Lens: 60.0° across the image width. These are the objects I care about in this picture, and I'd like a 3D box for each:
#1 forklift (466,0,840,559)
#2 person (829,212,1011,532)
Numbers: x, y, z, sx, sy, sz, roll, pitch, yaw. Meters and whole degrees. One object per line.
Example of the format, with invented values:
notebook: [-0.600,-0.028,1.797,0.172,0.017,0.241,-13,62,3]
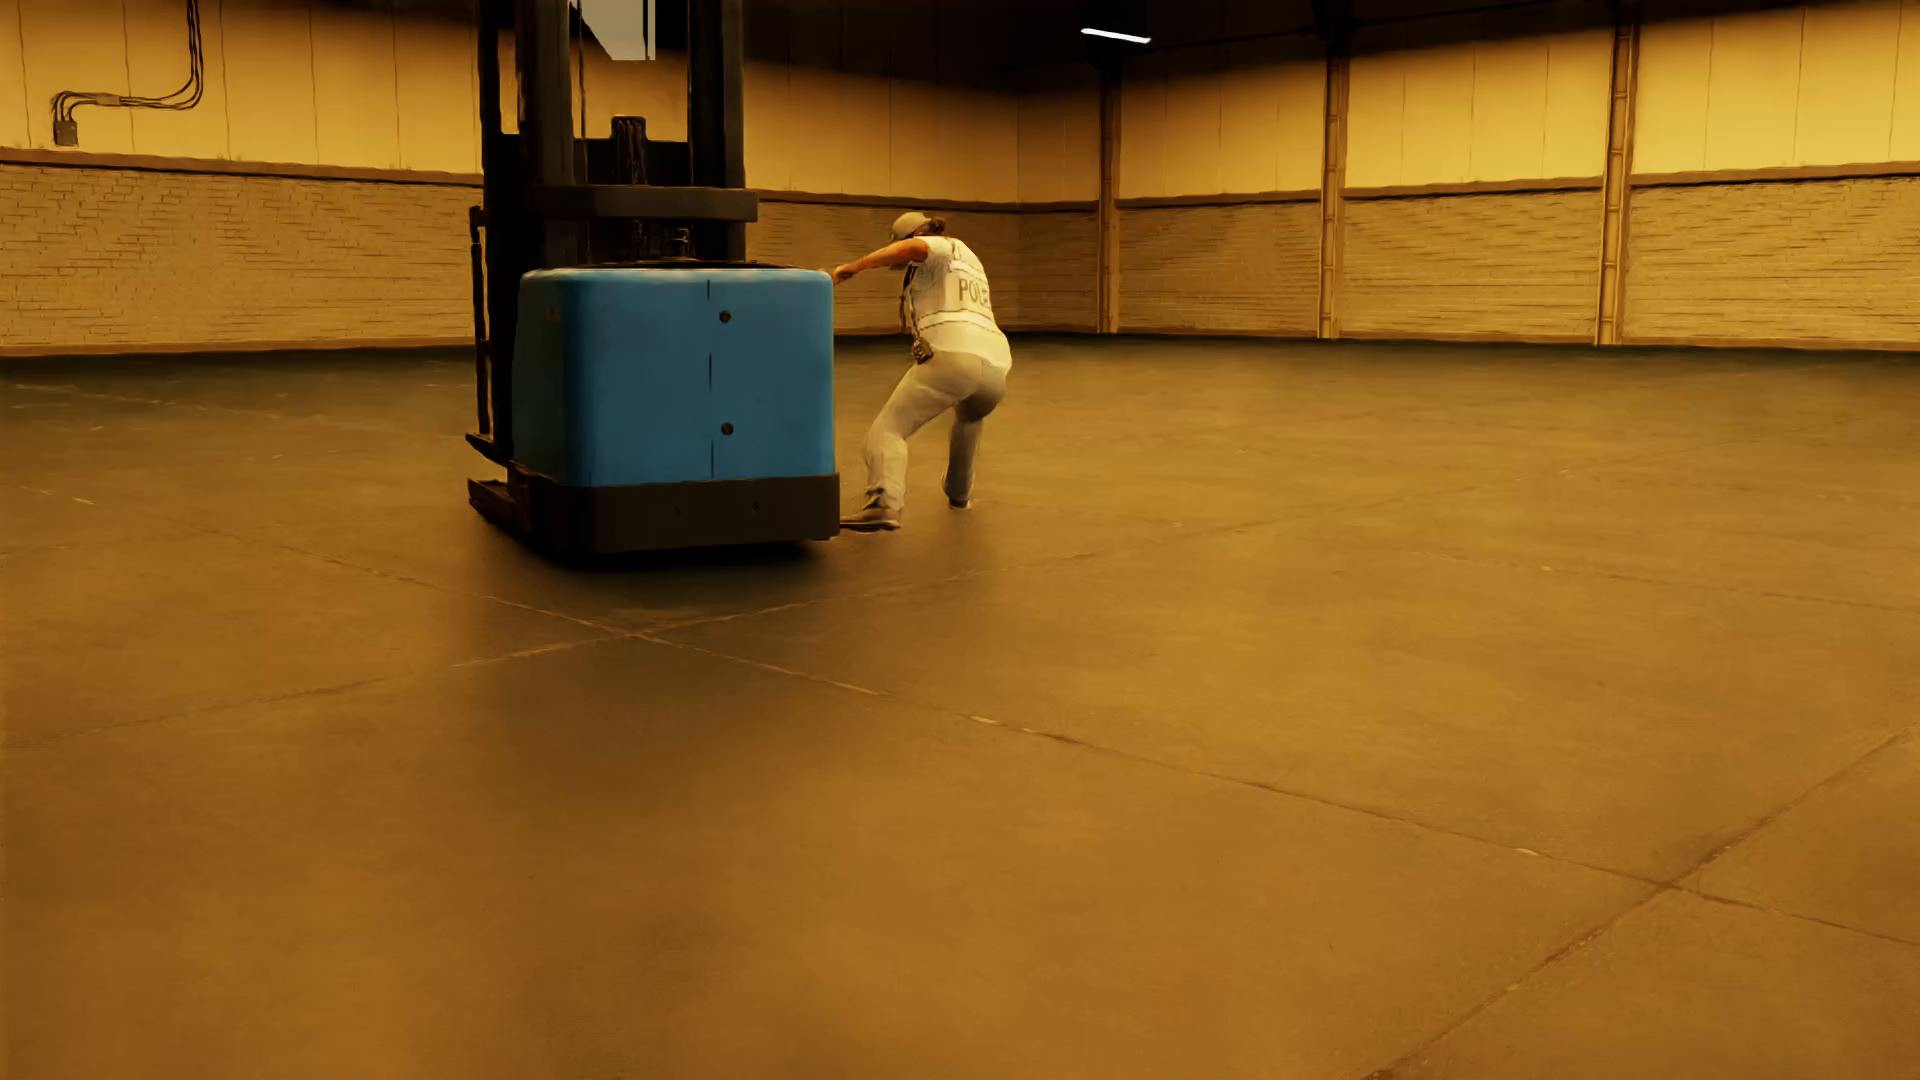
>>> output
forklift: [-1.561,-1.560,7.234,1.130,2.935,3.031,-4,10,-26]
person: [-0.171,-0.734,7.161,0.741,1.352,1.270,7,11,40]
